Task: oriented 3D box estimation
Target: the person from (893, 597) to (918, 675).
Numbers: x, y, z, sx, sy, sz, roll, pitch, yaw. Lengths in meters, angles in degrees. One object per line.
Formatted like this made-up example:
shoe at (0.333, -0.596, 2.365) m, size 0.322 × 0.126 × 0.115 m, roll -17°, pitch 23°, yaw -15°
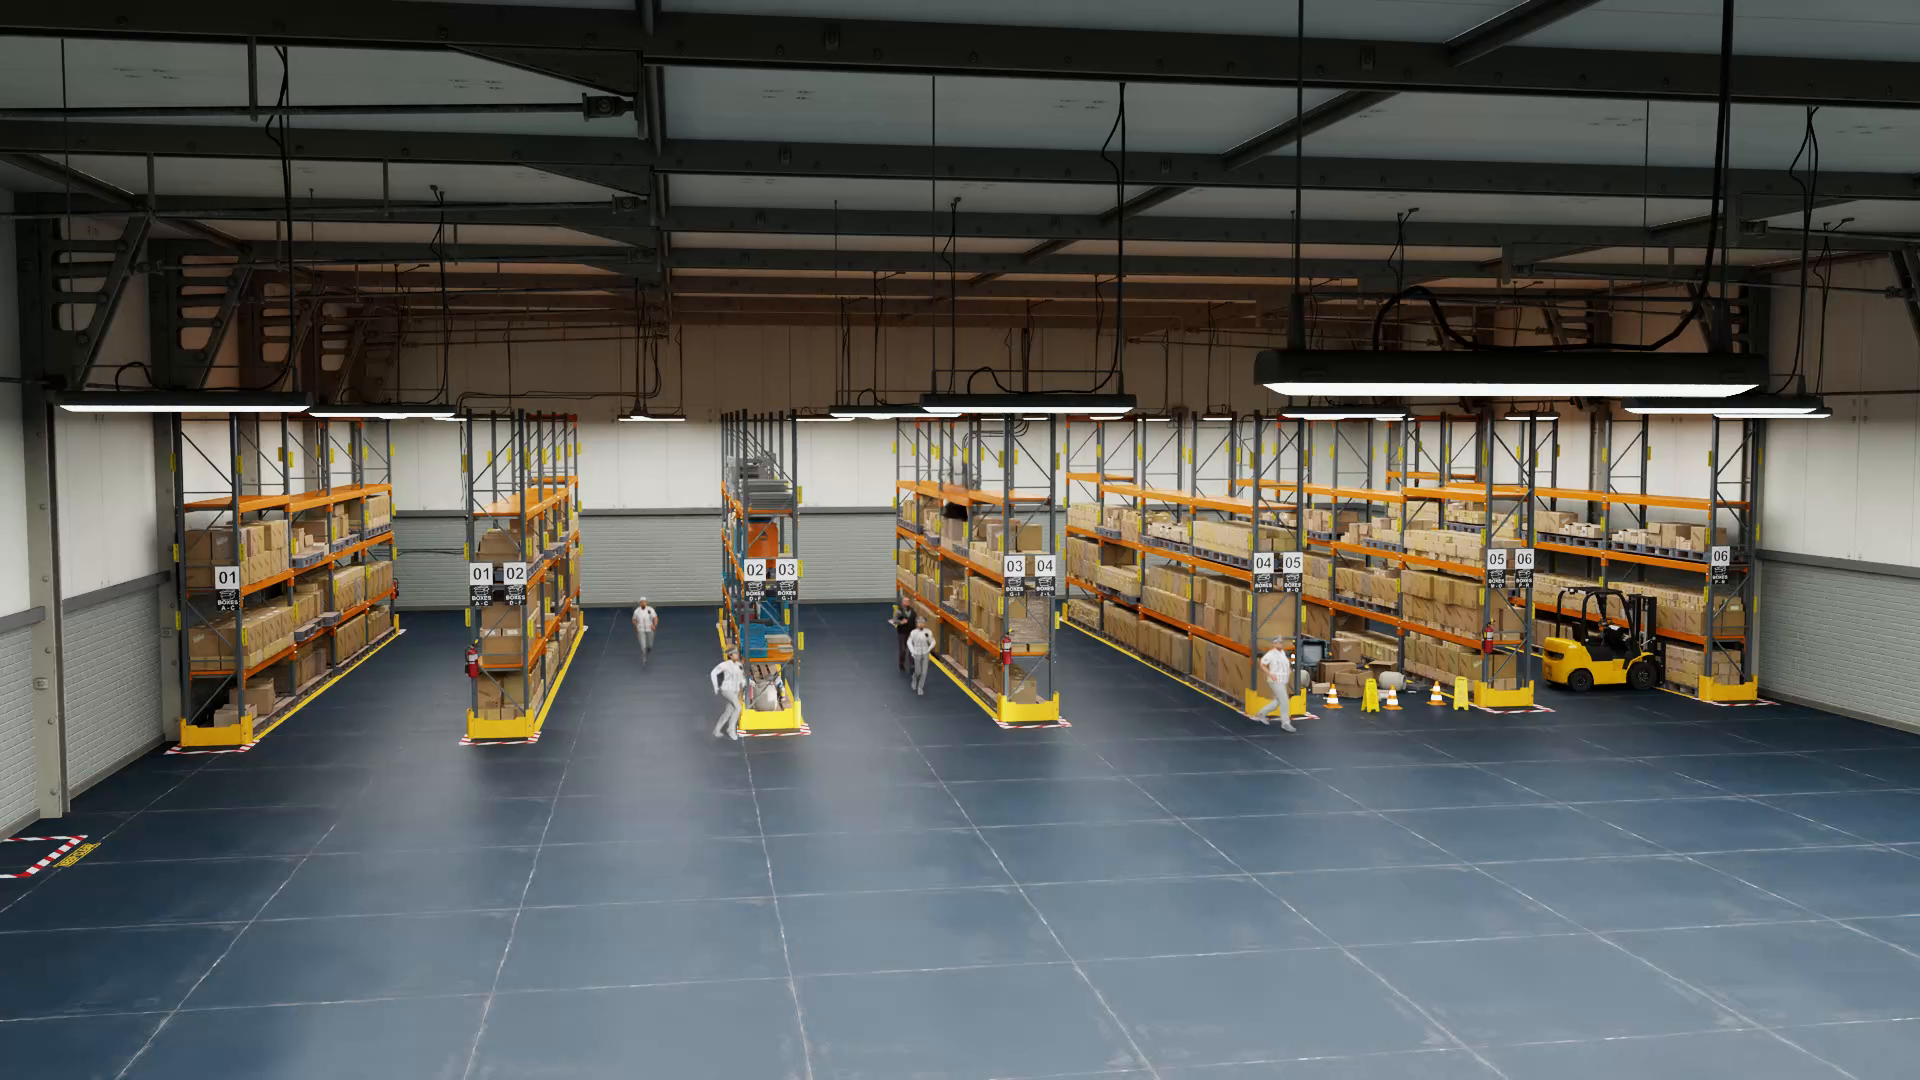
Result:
person at (-1.228, 2.190, 38.131) m, size 0.647 × 1.758 × 0.837 m, roll -1°, pitch 4°, yaw -14°

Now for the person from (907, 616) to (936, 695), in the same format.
person at (-0.804, 2.441, 35.251) m, size 0.605 × 1.669 × 0.569 m, roll 0°, pitch 4°, yaw -6°

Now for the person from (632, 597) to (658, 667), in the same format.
person at (-7.480, 2.175, 39.476) m, size 0.603 × 1.625 × 0.541 m, roll -1°, pitch 4°, yaw -11°

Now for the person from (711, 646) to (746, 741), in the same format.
person at (-4.146, 2.768, 30.291) m, size 0.649 × 1.661 × 0.595 m, roll 3°, pitch 5°, yaw 35°

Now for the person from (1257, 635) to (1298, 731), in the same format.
person at (5.986, 2.676, 31.293) m, size 0.869 × 1.805 × 0.678 m, roll 3°, pitch 5°, yaw 34°
